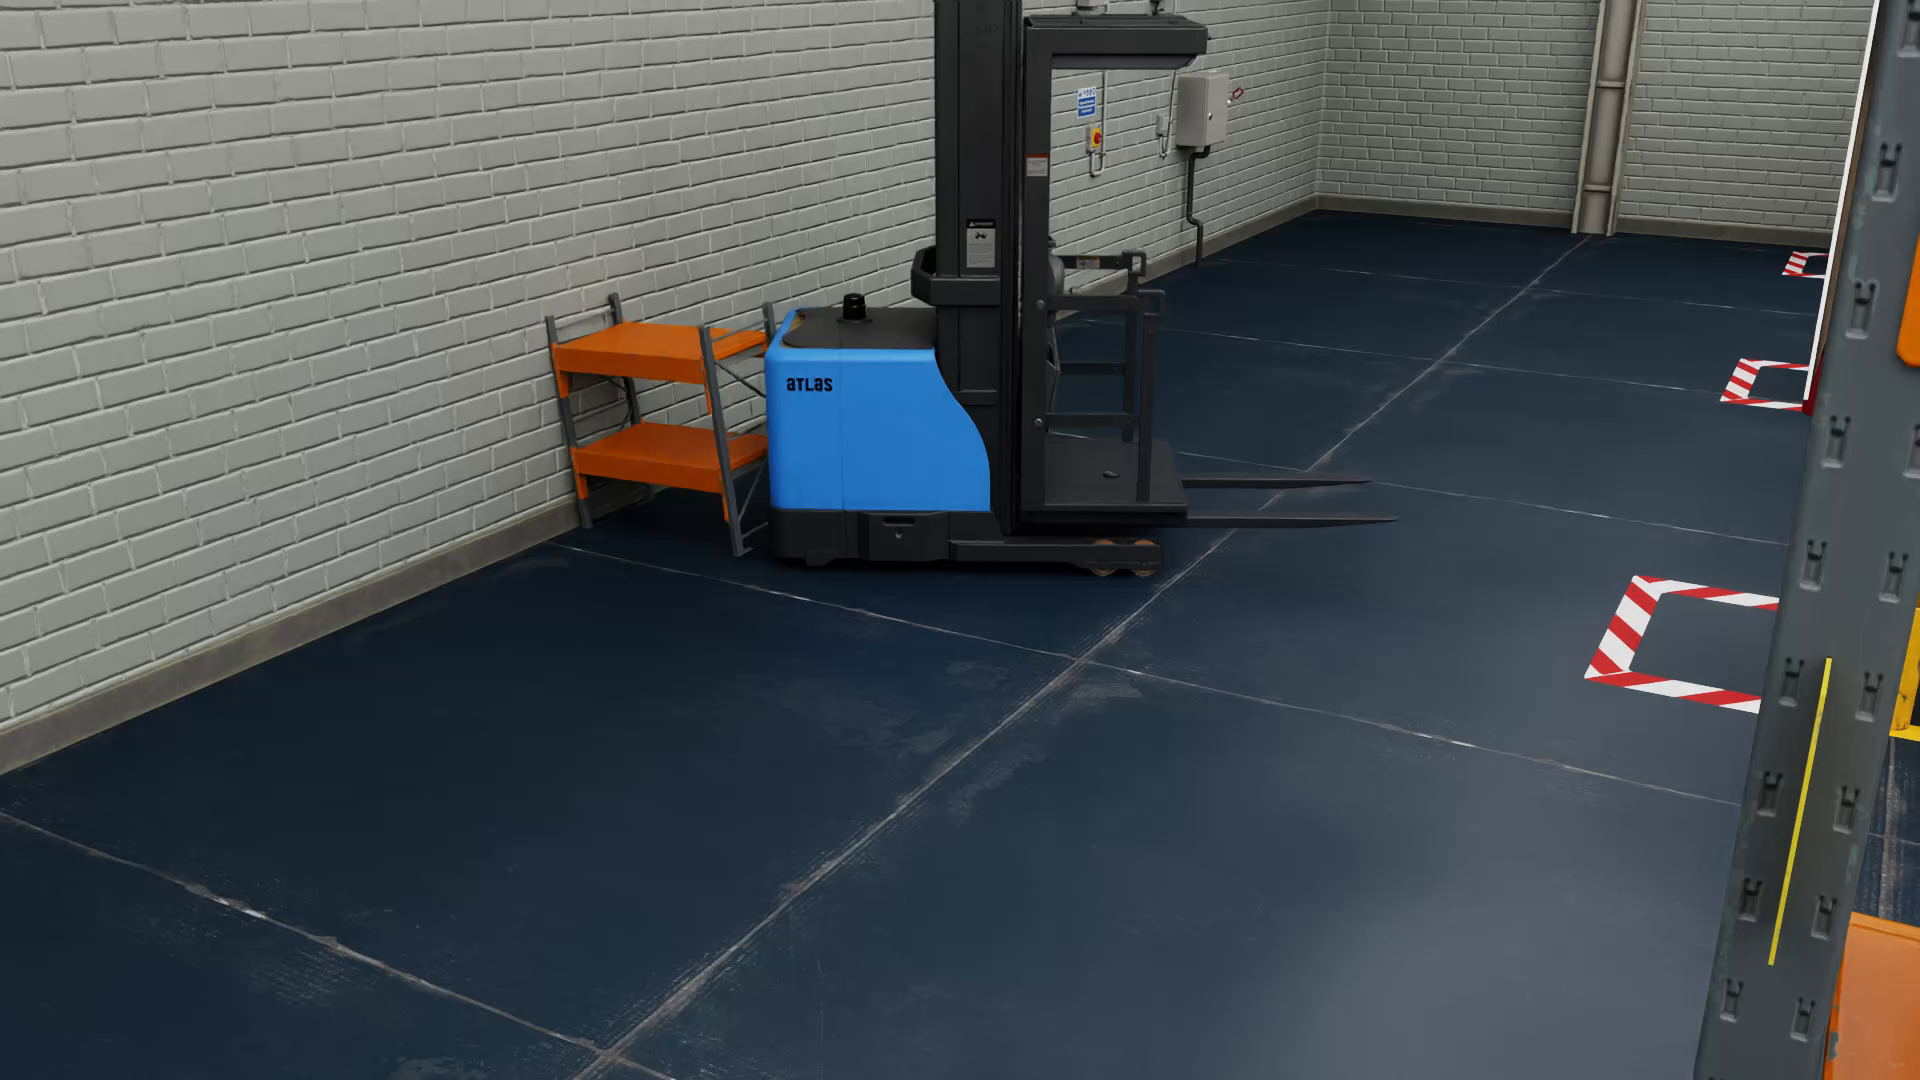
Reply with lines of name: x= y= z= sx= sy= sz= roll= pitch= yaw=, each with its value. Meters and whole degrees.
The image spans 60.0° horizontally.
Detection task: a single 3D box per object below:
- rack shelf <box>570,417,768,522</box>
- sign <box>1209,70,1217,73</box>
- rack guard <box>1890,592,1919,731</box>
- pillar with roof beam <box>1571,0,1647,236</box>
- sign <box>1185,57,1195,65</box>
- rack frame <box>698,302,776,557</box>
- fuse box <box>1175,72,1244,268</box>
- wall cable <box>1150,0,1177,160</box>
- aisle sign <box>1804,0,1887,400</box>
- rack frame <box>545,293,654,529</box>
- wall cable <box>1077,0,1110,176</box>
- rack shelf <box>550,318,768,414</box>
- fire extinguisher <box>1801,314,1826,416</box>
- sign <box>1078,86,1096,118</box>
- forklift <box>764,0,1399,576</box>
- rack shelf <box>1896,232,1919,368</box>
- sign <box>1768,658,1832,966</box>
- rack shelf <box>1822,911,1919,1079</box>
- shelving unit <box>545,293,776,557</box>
rack shelf: x=-1.391 y=-0.365 z=8.327 sx=1.000 sy=0.278 sz=0.538 roll=8 pitch=25 yaw=33
sign: x=2.283 y=-4.047 z=15.262 sx=0.001 sy=0.494 sz=0.329 roll=11 pitch=23 yaw=27
rack guard: x=3.746 y=0.300 z=6.805 sx=0.348 sy=0.500 sz=1.175 roll=11 pitch=23 yaw=27
pillar with roof beam: x=4.409 y=-6.112 z=12.018 sx=0.400 sy=9.000 sz=9.100 roll=11 pitch=23 yaw=27
sign: x=2.015 y=-4.316 z=14.654 sx=0.001 sy=0.242 sz=0.339 roll=11 pitch=23 yaw=27
rack frame: x=-0.992 y=-0.530 z=7.964 sx=0.032 sy=1.125 sz=0.500 roll=8 pitch=25 yaw=33
fuse box: x=2.223 y=-3.304 z=14.965 sx=0.414 sy=1.711 sz=0.539 roll=11 pitch=23 yaw=27
wall cable: x=1.753 y=-4.211 z=14.084 sx=0.122 sy=1.984 sz=0.588 roll=11 pitch=23 yaw=27
aisle sign: x=0.963 y=-0.573 z=1.733 sx=0.004 sy=0.787 sz=0.394 roll=11 pitch=23 yaw=27
rack frame: x=-1.838 y=-0.654 z=8.514 sx=0.032 sy=1.125 sz=0.500 roll=8 pitch=25 yaw=33
wall cable: x=1.071 y=-3.801 z=12.910 sx=0.123 sy=1.953 sz=0.585 roll=11 pitch=23 yaw=27
rack shelf: x=-1.443 y=-0.864 z=8.134 sx=1.000 sy=0.278 sz=0.538 roll=8 pitch=25 yaw=33
fire extinguisher: x=3.685 y=-0.855 z=6.985 sx=0.183 sy=0.674 sz=0.296 roll=11 pitch=23 yaw=27
sign: x=0.994 y=-3.432 z=13.031 sx=0.001 sy=0.218 sz=0.327 roll=11 pitch=23 yaw=27
forklift: x=0.605 y=-1.392 z=7.905 sx=3.031 sy=2.935 sz=1.130 roll=0 pitch=20 yaw=1
rack shelf: x=2.918 y=-0.167 z=1.084 sx=4.000 sy=0.370 sz=1.077 roll=11 pitch=23 yaw=27
sign: x=0.897 y=0.292 z=1.775 sx=0.005 sy=0.325 sz=0.100 roll=11 pitch=23 yaw=27
rack shelf: x=2.918 y=1.243 z=1.595 sx=4.000 sy=0.370 sz=1.077 roll=11 pitch=23 yaw=27
shelving unit: x=-1.415 y=-0.592 z=8.239 sx=1.048 sy=1.125 sz=0.538 roll=8 pitch=25 yaw=33
